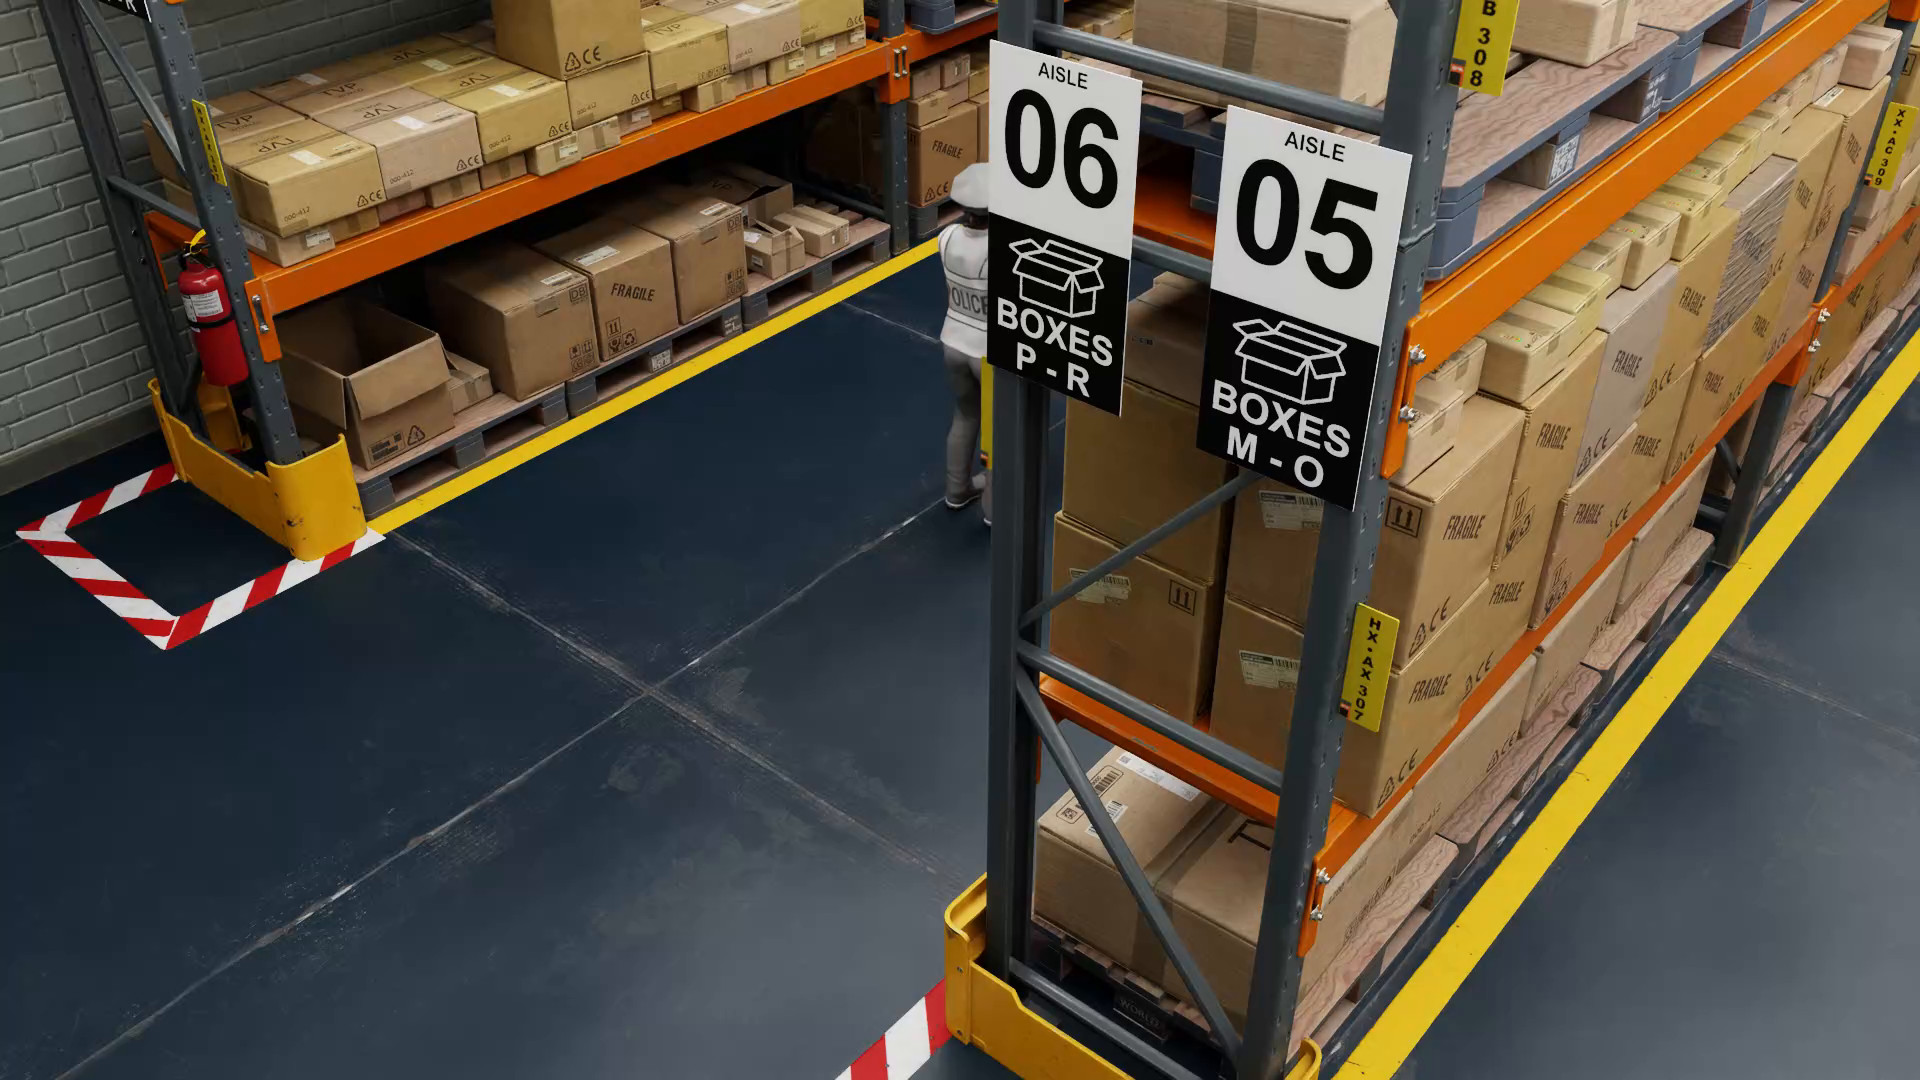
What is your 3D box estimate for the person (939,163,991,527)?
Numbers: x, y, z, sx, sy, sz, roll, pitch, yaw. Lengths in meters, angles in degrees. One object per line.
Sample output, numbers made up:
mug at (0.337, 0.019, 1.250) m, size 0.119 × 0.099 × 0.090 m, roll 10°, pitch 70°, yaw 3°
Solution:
person at (0.115, -0.842, 7.320) m, size 0.427 × 1.691 × 0.338 m, roll 25°, pitch 42°, yaw 31°
